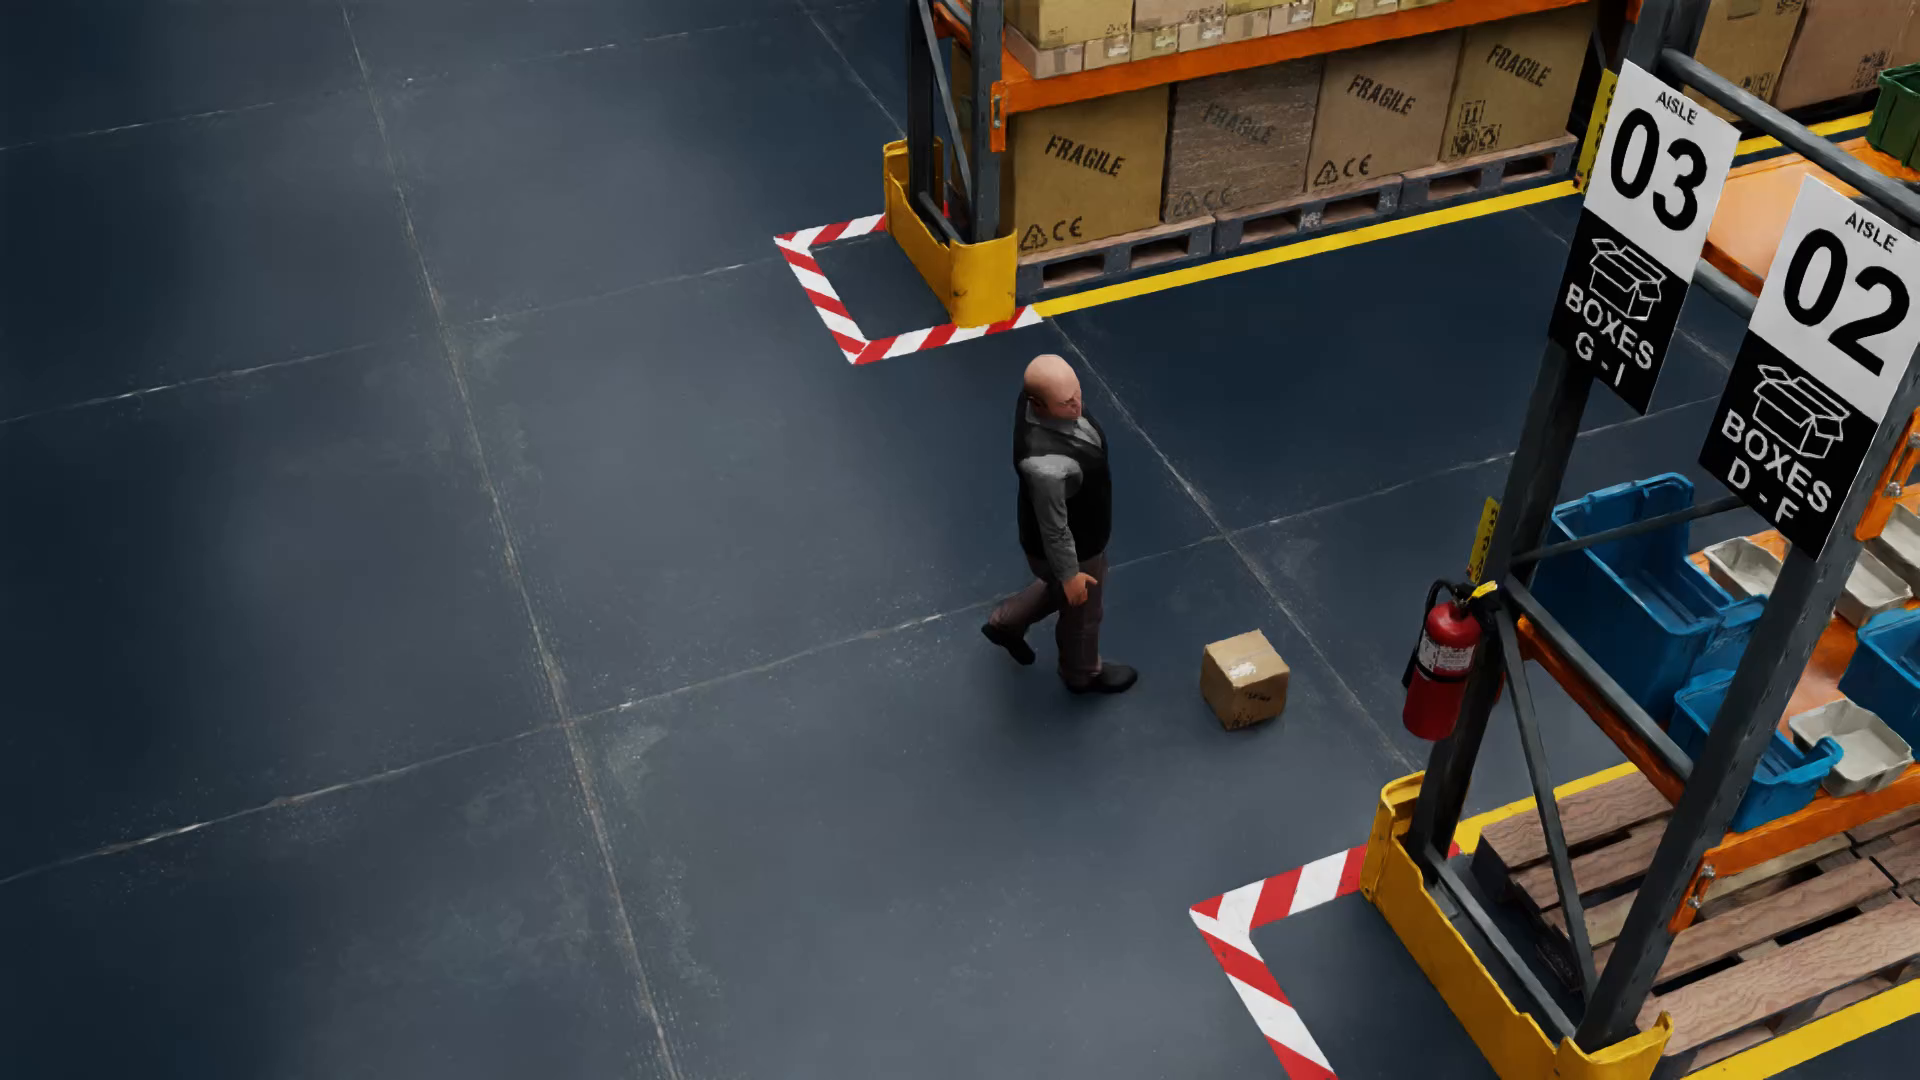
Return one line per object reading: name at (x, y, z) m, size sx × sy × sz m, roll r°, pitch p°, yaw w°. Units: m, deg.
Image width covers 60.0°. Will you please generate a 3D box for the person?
person at (0.407, -0.017, 6.210) m, size 0.644 × 1.702 × 0.558 m, roll 0°, pitch 41°, yaw -1°
